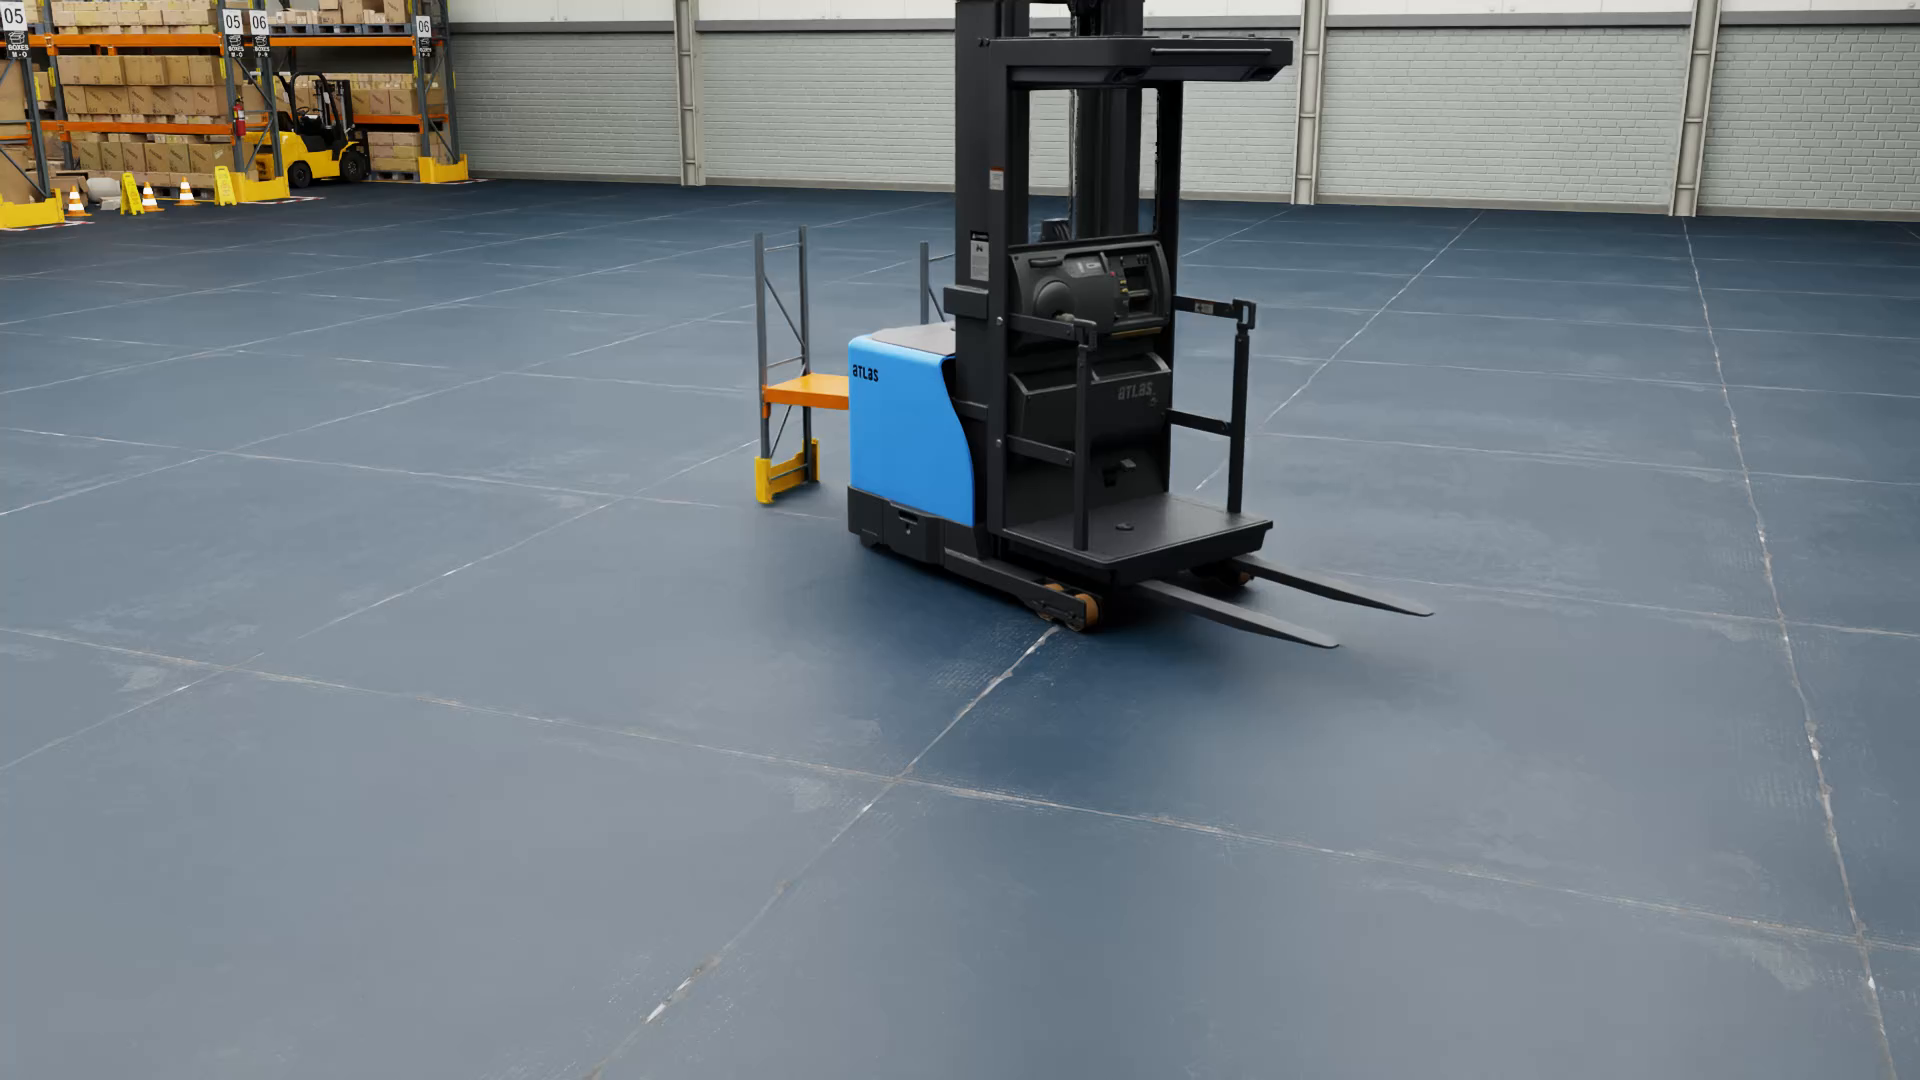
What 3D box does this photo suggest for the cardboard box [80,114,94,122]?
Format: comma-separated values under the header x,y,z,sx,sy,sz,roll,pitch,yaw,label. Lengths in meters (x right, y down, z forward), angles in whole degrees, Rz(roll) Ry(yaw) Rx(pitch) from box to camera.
x,y,z,sx,sy,sz,roll,pitch,yaw,label
-15.627,-7.630,30.026,0.250,0.149,0.380,7,18,22,cardboard box

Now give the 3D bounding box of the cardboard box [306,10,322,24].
x,y,z,sx,sy,sz,roll,pitch,yaw,label
-12.969,-10.561,33.601,0.258,0.266,0.396,6,17,19,cardboard box

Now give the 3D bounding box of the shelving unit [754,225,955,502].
x,y,z,sx,sy,sz,roll,pitch,yaw,label
-0.549,-0.948,9.248,1.083,1.500,0.587,8,18,25,shelving unit

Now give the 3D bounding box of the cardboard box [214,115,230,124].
x,y,z,sx,sy,sz,roll,pitch,yaw,label
-12.761,-7.331,28.997,0.250,0.149,0.380,7,18,22,cardboard box

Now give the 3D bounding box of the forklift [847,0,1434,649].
x,y,z,sx,sy,sz,roll,pitch,yaw,label
0.740,-1.163,7.423,1.130,2.935,3.031,-13,21,-37,forklift

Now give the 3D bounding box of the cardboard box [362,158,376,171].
x,y,z,sx,sy,sz,roll,pitch,yaw,label
-11.991,-7.711,34.034,0.500,0.250,0.500,6,17,21,cardboard box

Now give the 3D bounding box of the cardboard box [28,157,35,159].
x,y,z,sx,sy,sz,roll,pitch,yaw,label
-17.862,-7.014,31.415,0.625,0.372,0.950,7,18,22,cardboard box

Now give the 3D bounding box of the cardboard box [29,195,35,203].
x,y,z,sx,sy,sz,roll,pitch,yaw,label
-15.503,-5.573,27.394,0.258,0.266,0.396,10,19,30,cardboard box

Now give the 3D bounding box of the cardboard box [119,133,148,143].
x,y,z,sx,sy,sz,roll,pitch,yaw,label
-14.782,-7.194,29.743,0.250,0.149,0.380,7,18,24,cardboard box

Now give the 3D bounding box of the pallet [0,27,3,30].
x,y,z,sx,sy,sz,roll,pitch,yaw,label
-17.557,-9.425,30.715,1.003,0.211,1.213,6,17,21,pallet

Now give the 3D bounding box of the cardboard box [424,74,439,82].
x,y,z,sx,sy,sz,roll,pitch,yaw,label
-10.751,-9.349,33.621,0.250,0.149,0.380,6,17,20,cardboard box

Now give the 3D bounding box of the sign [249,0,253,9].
x,y,z,sx,sy,sz,roll,pitch,yaw,label
-14.428,-10.864,33.845,0.005,0.325,0.100,6,17,21,sign

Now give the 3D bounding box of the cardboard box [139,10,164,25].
x,y,z,sx,sy,sz,roll,pitch,yaw,label
-13.862,-9.067,28.879,0.500,0.250,0.500,7,18,22,cardboard box

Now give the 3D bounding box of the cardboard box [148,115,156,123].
x,y,z,sx,sy,sz,roll,pitch,yaw,label
-14.176,-7.493,29.553,0.250,0.149,0.380,6,17,21,cardboard box

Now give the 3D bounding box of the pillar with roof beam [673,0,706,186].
x,y,z,sx,sy,sz,roll,pitch,yaw,label
-6.832,-10.213,27.711,0.400,9.000,9.100,6,17,21,pillar with roof beam

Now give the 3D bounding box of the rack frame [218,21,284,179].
x,y,z,sx,sy,sz,roll,pitch,yaw,label
-12.335,-7.469,29.022,0.127,3.000,1.000,6,17,21,rack frame

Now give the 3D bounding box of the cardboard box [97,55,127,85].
x,y,z,sx,sy,sz,roll,pitch,yaw,label
-14.802,-8.332,29.487,0.500,0.500,0.700,6,17,19,cardboard box

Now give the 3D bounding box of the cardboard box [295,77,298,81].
x,y,z,sx,sy,sz,roll,pitch,yaw,label
-13.534,-9.532,34.250,0.250,0.149,0.380,6,17,20,cardboard box

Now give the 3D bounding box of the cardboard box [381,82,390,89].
x,y,z,sx,sy,sz,roll,pitch,yaw,label
-11.410,-9.140,33.435,0.250,0.149,0.380,7,17,22,cardboard box

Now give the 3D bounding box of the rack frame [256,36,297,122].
x,y,z,sx,sy,sz,roll,pitch,yaw,label
-14.238,-9.166,34.867,0.127,3.000,1.000,6,17,21,rack frame

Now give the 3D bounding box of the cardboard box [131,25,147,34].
x,y,z,sx,sy,sz,roll,pitch,yaw,label
-14.215,-8.899,29.016,0.250,0.149,0.380,6,17,20,cardboard box

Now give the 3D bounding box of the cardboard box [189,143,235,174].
x,y,z,sx,sy,sz,roll,pitch,yaw,label
-13.176,-6.725,29.291,0.500,0.500,0.500,6,17,21,cardboard box

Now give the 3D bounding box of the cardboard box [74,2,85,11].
x,y,z,sx,sy,sz,roll,pitch,yaw,label
-15.388,-9.416,29.368,0.250,0.149,0.380,6,17,19,cardboard box

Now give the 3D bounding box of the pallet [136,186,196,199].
x,y,z,sx,sy,sz,roll,pitch,yaw,label
-14.279,-6.355,30.187,1.213,0.211,1.003,6,17,21,pallet

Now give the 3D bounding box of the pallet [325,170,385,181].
x,y,z,sx,sy,sz,roll,pitch,yaw,label
-12.375,-7.610,34.510,1.213,0.211,1.003,6,17,21,pallet

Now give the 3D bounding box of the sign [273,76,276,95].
x,y,z,sx,sy,sz,roll,pitch,yaw,label
-12.136,-8.026,29.386,0.005,0.325,0.100,6,17,21,sign

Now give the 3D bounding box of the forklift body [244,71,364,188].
x,y,z,sx,sy,sz,roll,pitch,yaw,label
-12.951,-8.070,32.614,1.214,2.155,2.313,6,17,21,forklift body

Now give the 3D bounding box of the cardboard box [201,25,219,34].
x,y,z,sx,sy,sz,roll,pitch,yaw,label
-12.770,-8.753,28.514,0.250,0.149,0.380,6,17,21,cardboard box

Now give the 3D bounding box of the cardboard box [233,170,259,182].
x,y,z,sx,sy,sz,roll,pitch,yaw,label
-12.984,-6.505,29.878,0.500,0.250,0.500,6,17,20,cardboard box

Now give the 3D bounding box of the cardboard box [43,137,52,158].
x,y,z,sx,sy,sz,roll,pitch,yaw,label
-20.351,-8.774,37.246,0.500,0.500,0.500,6,17,19,cardboard box

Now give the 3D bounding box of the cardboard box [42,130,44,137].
x,y,z,sx,sy,sz,roll,pitch,yaw,label
-20.436,-9.100,37.207,0.250,0.149,0.380,6,17,21,cardboard box

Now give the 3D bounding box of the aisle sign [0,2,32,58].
x,y,z,sx,sy,sz,roll,pitch,yaw,label
-13.881,-7.494,24.445,0.004,0.787,0.394,6,17,21,aisle sign

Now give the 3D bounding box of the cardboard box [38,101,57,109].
x,y,z,sx,sy,sz,roll,pitch,yaw,label
-16.636,-7.940,30.342,0.250,0.149,0.380,7,17,21,cardboard box

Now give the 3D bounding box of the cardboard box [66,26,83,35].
x,y,z,sx,sy,sz,roll,pitch,yaw,label
-15.634,-9.061,29.575,0.250,0.149,0.380,6,17,21,cardboard box

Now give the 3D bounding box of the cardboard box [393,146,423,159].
x,y,z,sx,sy,sz,roll,pitch,yaw,label
-11.085,-7.847,33.605,0.500,0.250,0.500,6,17,20,cardboard box

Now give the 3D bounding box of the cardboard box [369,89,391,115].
x,y,z,sx,sy,sz,roll,pitch,yaw,label
-11.551,-8.843,33.573,0.500,0.500,0.500,7,18,22,cardboard box

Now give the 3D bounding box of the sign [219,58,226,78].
x,y,z,sx,sy,sz,roll,pitch,yaw,label
-12.557,-8.035,28.327,0.005,0.325,0.100,6,17,21,sign

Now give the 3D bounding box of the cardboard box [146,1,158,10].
x,y,z,sx,sy,sz,roll,pitch,yaw,label
-13.904,-9.287,28.925,0.250,0.149,0.380,6,17,19,cardboard box

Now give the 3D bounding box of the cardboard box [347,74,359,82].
x,y,z,sx,sy,sz,roll,pitch,yaw,label
-12.152,-9.346,33.610,0.250,0.149,0.380,7,17,22,cardboard box

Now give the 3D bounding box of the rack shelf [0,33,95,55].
x,y,z,sx,sy,sz,roll,pitch,yaw,label
-17.916,-9.178,30.818,4.000,0.370,1.077,6,17,21,rack shelf

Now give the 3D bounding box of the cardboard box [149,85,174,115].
x,y,z,sx,sy,sz,roll,pitch,yaw,label
-13.869,-7.749,29.271,0.500,0.500,0.500,6,17,20,cardboard box

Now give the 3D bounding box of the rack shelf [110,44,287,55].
x,y,z,sx,sy,sz,roll,pitch,yaw,label
-16.099,-10.466,35.254,4.000,0.370,1.077,6,17,21,rack shelf

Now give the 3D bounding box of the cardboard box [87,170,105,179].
x,y,z,sx,sy,sz,roll,pitch,yaw,label
-15.606,-6.629,30.307,0.500,0.250,0.500,5,17,18,cardboard box

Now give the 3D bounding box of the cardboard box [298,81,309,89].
x,y,z,sx,sy,sz,roll,pitch,yaw,label
-13.342,-9.335,34.105,0.250,0.149,0.380,7,17,22,cardboard box

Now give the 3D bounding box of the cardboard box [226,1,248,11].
x,y,z,sx,sy,sz,roll,pitch,yaw,label
-12.591,-9.261,28.835,0.250,0.149,0.380,6,17,20,cardboard box
